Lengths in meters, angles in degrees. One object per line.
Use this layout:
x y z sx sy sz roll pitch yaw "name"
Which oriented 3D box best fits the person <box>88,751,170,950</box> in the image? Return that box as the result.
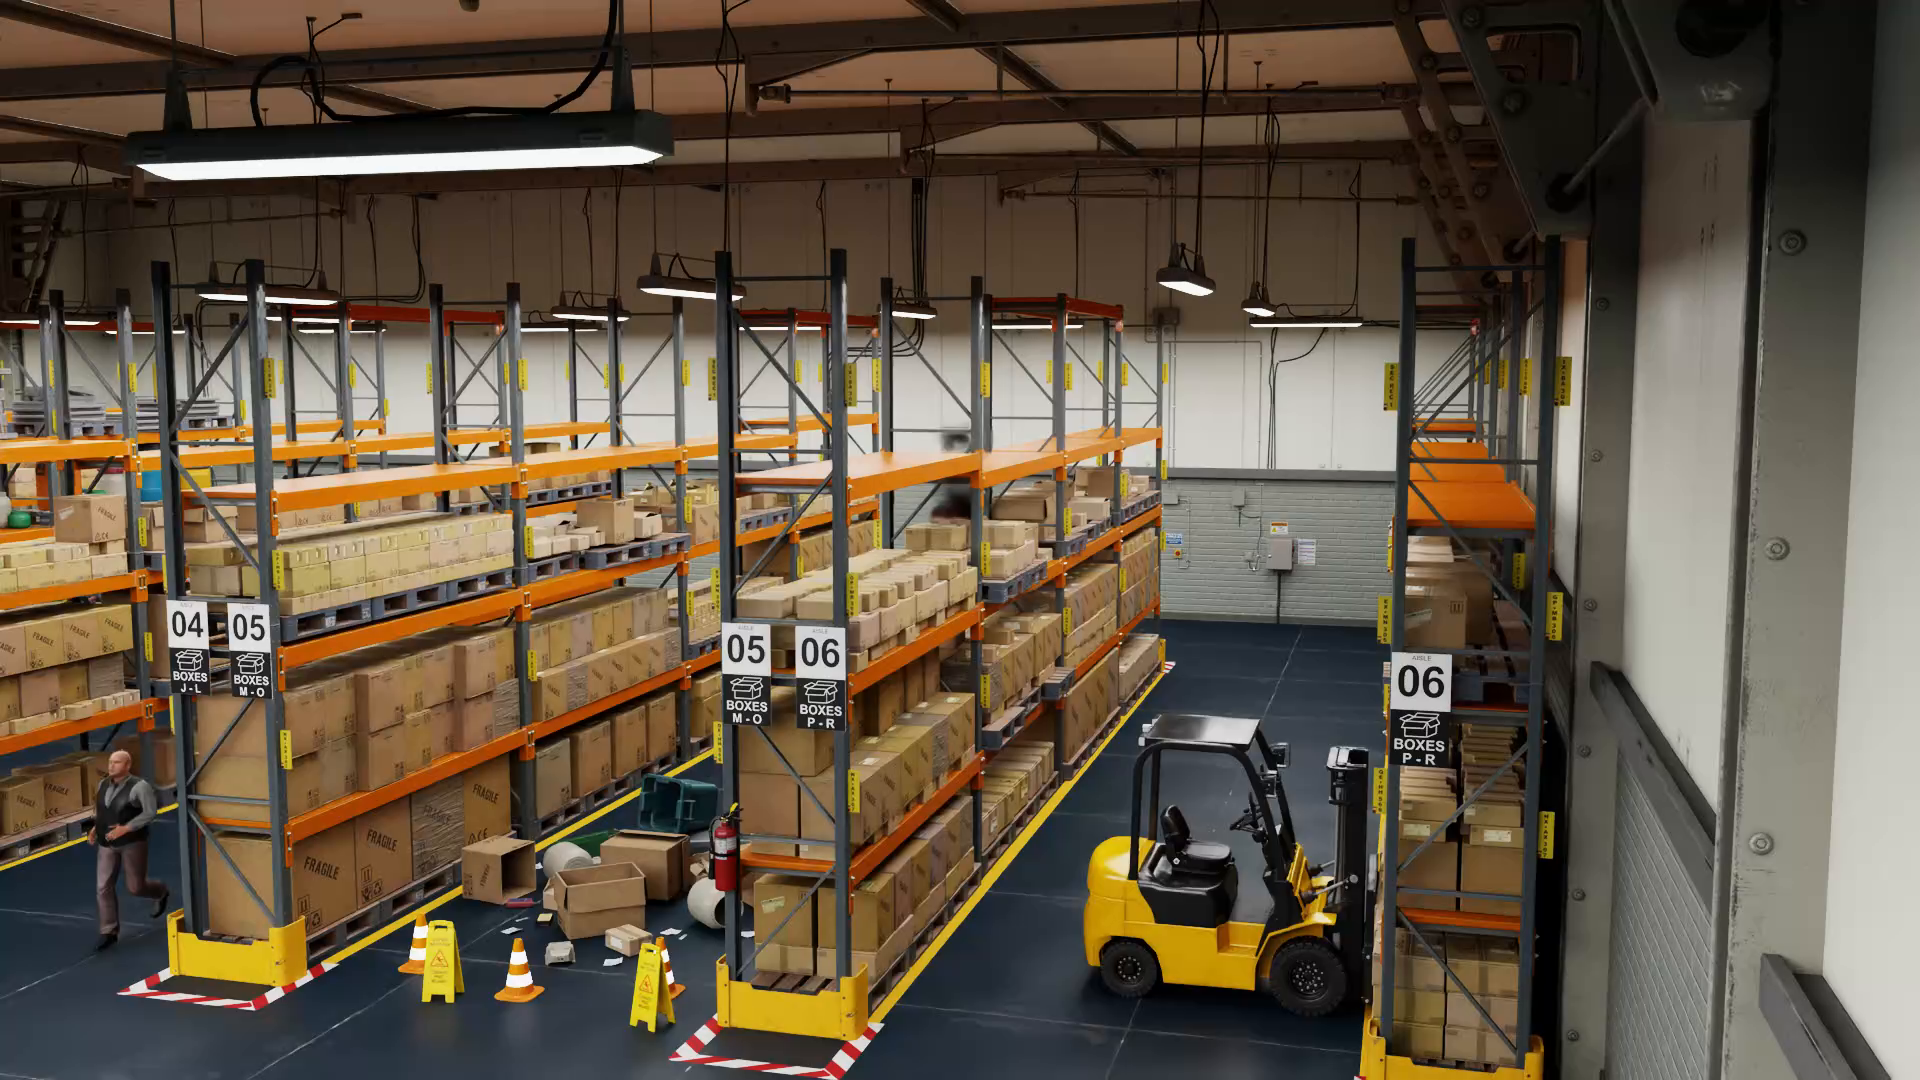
-7.521 2.731 14.951 0.684 1.698 0.877 1 6 9 "person"
